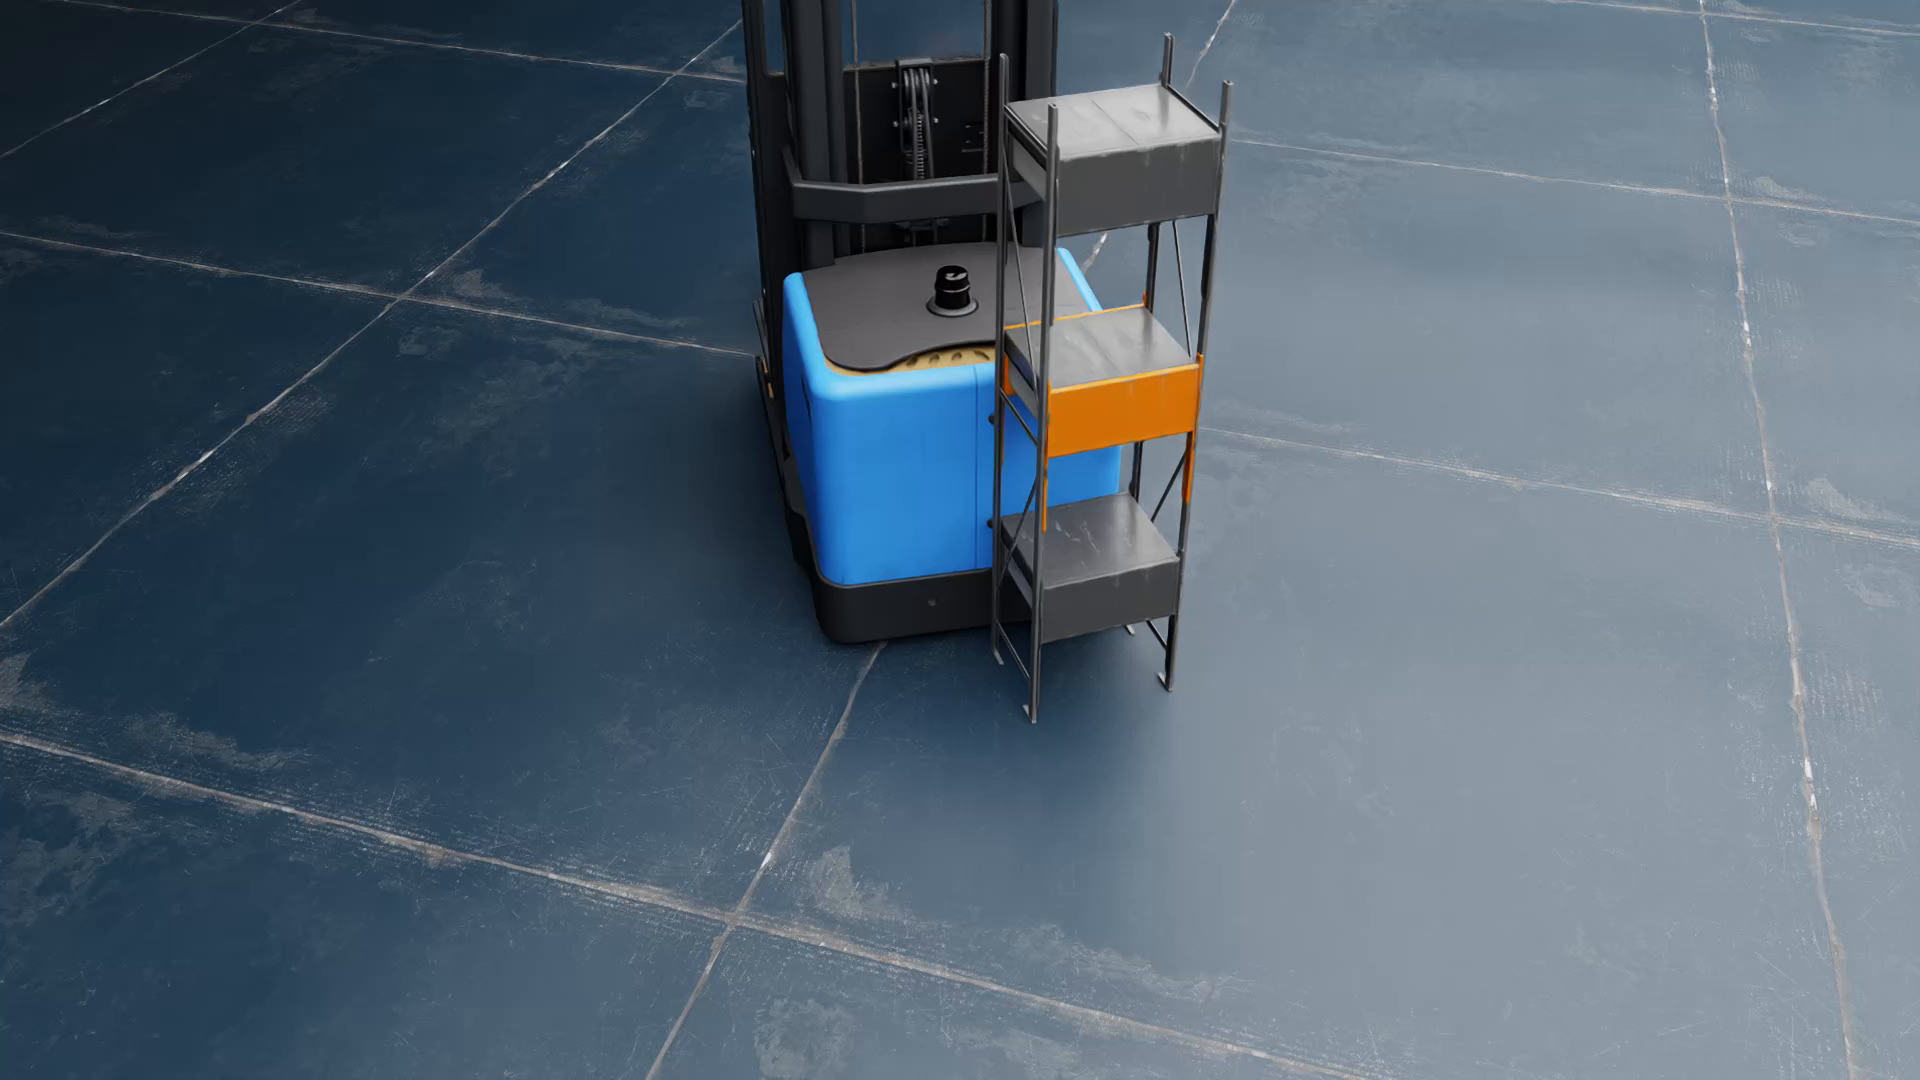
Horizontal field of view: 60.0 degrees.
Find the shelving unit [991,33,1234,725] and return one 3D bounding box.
[{"bbox_3d":[0.408,-0.402,5.025,0.503,2.100,0.431,-11,38,-15],"label":"shelving unit"}]

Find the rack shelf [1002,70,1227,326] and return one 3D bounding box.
[{"bbox_3d":[0.408,-0.955,4.618,0.480,0.518,0.431,-11,38,-15],"label":"rack shelf"}]

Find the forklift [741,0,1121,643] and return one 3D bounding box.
[{"bbox_3d":[-0.251,-1.702,6.090,1.130,2.935,3.031,-7,37,-9],"label":"forklift"}]

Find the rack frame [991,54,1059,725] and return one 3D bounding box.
[{"bbox_3d":[0.177,-0.355,4.961,0.015,2.100,0.400,-11,38,-15],"label":"rack frame"}]

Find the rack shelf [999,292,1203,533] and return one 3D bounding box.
[{"bbox_3d":[0.408,-0.391,5.033,0.480,0.518,0.431,-11,38,-15],"label":"rack shelf"}]

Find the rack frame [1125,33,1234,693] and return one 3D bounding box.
[{"bbox_3d":[0.639,-0.449,5.088,0.015,2.100,0.400,-11,38,-15],"label":"rack frame"}]

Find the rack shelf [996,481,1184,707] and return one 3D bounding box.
[{"bbox_3d":[0.408,0.173,5.448,0.480,0.518,0.431,-11,38,-15],"label":"rack shelf"}]
